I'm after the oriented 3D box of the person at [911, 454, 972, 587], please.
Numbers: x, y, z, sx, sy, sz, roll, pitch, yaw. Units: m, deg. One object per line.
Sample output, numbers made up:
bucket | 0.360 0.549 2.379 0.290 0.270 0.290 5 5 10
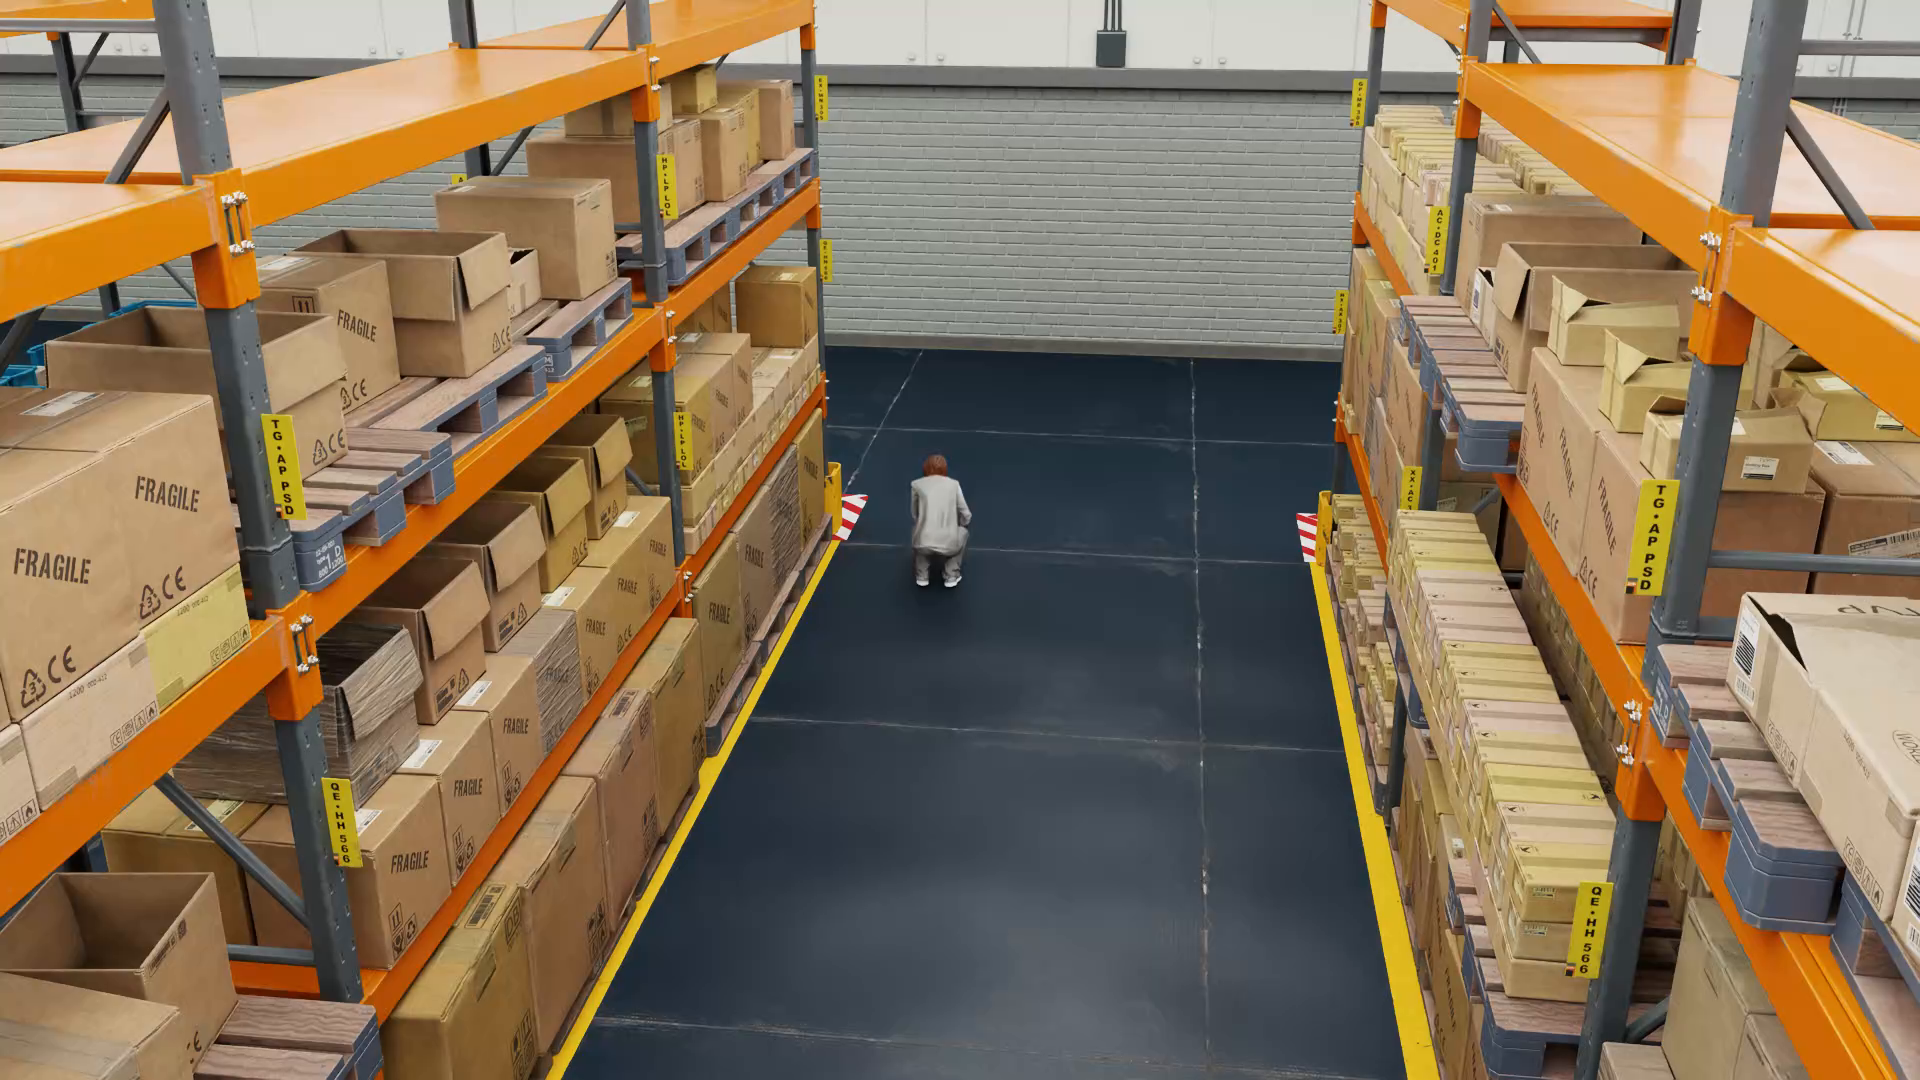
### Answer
person | -0.163 -0.144 12.438 0.463 0.891 0.804 3 22 6
